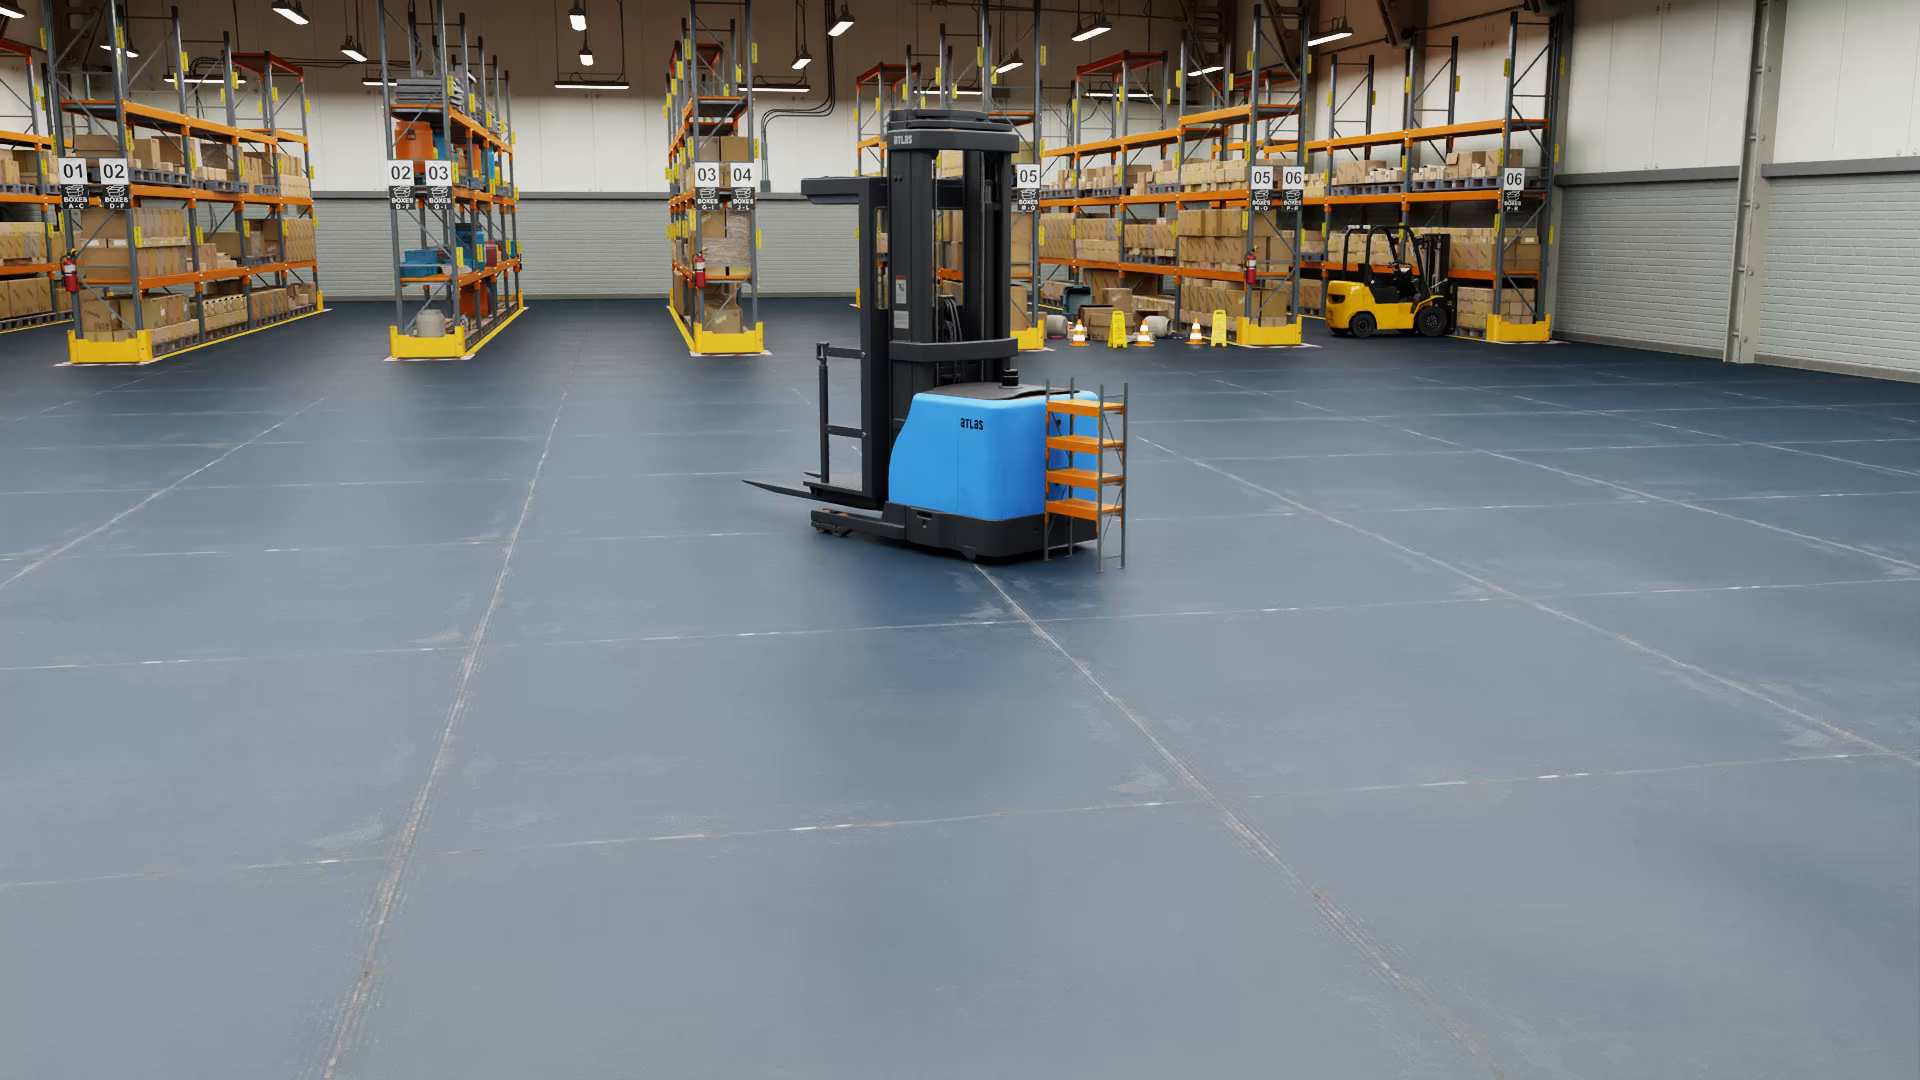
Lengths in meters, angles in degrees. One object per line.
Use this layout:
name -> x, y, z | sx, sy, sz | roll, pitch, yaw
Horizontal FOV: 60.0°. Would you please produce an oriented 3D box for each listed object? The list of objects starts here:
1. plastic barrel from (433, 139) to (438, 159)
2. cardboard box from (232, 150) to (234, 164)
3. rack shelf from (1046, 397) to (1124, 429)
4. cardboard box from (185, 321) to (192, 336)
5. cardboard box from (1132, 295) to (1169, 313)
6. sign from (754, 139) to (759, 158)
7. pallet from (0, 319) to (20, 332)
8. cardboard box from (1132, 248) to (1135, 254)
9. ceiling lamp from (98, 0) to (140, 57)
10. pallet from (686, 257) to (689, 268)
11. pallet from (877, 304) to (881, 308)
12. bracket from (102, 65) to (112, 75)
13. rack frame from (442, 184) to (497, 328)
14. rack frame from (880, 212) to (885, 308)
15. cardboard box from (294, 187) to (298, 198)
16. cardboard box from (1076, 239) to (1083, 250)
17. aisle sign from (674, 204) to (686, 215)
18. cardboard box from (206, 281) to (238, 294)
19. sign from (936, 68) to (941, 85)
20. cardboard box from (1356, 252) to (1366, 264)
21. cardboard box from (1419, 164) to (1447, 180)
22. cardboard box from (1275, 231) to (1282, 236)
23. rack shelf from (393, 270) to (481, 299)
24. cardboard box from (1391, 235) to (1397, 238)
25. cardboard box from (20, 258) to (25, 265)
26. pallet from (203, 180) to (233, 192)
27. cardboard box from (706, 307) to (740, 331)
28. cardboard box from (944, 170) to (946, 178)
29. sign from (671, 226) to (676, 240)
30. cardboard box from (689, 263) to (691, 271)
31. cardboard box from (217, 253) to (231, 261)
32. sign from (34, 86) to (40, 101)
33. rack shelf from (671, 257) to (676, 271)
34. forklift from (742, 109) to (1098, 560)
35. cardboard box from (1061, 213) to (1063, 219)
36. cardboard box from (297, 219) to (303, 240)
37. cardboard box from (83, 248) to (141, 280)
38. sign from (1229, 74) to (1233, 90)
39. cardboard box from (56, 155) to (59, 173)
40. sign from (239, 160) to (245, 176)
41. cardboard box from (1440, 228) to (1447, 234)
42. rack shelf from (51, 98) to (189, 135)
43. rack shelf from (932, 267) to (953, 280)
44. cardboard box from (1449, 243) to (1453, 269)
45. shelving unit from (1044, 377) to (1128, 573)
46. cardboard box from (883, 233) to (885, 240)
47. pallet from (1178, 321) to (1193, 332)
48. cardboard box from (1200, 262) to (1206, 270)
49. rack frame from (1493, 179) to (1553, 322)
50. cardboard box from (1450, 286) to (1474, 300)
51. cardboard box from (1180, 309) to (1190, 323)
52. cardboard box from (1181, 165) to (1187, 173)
plastic barrel -> -9.200, -6.524, 28.299 | 0.600, 0.588, 0.600 | 0, 11, 0
cardboard box -> -15.447, -8.022, 34.858 | 0.500, 0.500, 0.500 | -2, 11, -11
rack shelf -> 0.810, -0.816, 10.673 | 0.258, 0.148, 0.480 | -9, 14, -40
cardboard box -> -14.099, -3.787, 29.803 | 0.500, 0.250, 0.500 | -2, 11, -11
cardboard box -> 4.269, -5.366, 37.771 | 0.950, 0.372, 0.625 | -3, 11, -15
sign -> -3.464, -6.650, 28.250 | 0.100, 0.325, 0.005 | -2, 11, -11
pallet -> -20.207, -4.431, 34.413 | 1.003, 0.211, 1.213 | -2, 11, -11
cardboard box -> 4.080, -6.466, 37.195 | 0.380, 0.149, 0.250 | -3, 11, -15
ceiling lamp -> -17.991, -12.151, 35.858 | 0.800, 3.185, 2.000 | -2, 11, -11
pallet -> -5.127, -5.738, 34.336 | 1.003, 0.211, 1.213 | -2, 11, -11
pallet -> -1.610, -5.842, 41.824 | 1.003, 0.211, 1.213 | -2, 11, -11
bracket -> -23.251, -12.824, 45.378 | 0.235, 0.232, 0.430 | -2, 11, -11
rack frame -> -10.410, -6.014, 35.271 | 1.000, 3.000, 0.127 | -2, 11, -11
rack frame -> -1.445, -7.090, 40.922 | 1.000, 3.000, 0.127 | -2, 11, -11
cardboard box -> -16.189, -8.341, 39.878 | 0.500, 0.250, 0.500 | -2, 11, -11
cardboard box -> 3.200, -7.369, 41.455 | 0.500, 0.250, 0.500 | -2, 11, -13
aisle sign -> -7.416, -8.941, 43.695 | 0.394, 0.787, 0.004 | -2, 11, -11
cardboard box -> -15.697, -5.364, 35.361 | 0.500, 0.250, 0.500 | -2, 11, -9
sign -> -0.419, -9.045, 32.443 | 0.100, 0.325, 0.005 | -2, 11, -11
cardboard box -> 9.183, -6.290, 37.122 | 0.500, 0.250, 0.500 | -2, 11, -9
cardboard box -> 9.738, -7.526, 34.040 | 0.500, 0.311, 0.500 | -2, 11, -10
cardboard box -> 8.235, -7.533, 41.861 | 0.700, 0.500, 0.500 | -2, 11, -10
rack shelf -> -9.243, -4.560, 29.557 | 1.077, 0.370, 4.000 | -2, 11, -11
cardboard box -> 9.463, -6.471, 35.671 | 0.380, 0.149, 0.250 | -2, 11, -12
cardboard box -> -20.358, -5.987, 35.750 | 0.380, 0.149, 0.250 | -2, 11, -13
pallet -> -14.829, -6.889, 32.352 | 1.003, 0.211, 1.213 | -2, 11, -8
cardboard box -> -4.251, -3.929, 29.878 | 0.500, 0.500, 0.500 | 1, 11, 4
cardboard box -> -0.099, -7.101, 32.243 | 0.380, 0.149, 0.250 | -2, 11, -11
sign -> -6.874, -7.371, 39.876 | 0.100, 0.325, 0.005 | -2, 11, -11
cardboard box -> -4.991, -5.240, 31.879 | 0.380, 0.149, 0.250 | -2, 11, -11
cardboard box -> -15.242, -5.722, 33.978 | 0.500, 0.311, 0.500 | -1, 11, -7
sign -> -20.376, -9.854, 36.692 | 0.100, 0.325, 0.005 | -2, 11, -11
rack shelf -> -6.719, -6.941, 42.067 | 1.077, 0.370, 4.000 | -2, 11, -11
forklift -> -0.426, -1.525, 11.870 | 1.130, 2.935, 3.031 | -10, 15, -42
cardboard box -> 2.832, -8.429, 43.282 | 0.380, 0.149, 0.250 | -2, 11, -12
cardboard box -> -16.165, -7.489, 40.078 | 0.500, 0.500, 0.500 | -2, 11, -9
cardboard box -> -13.792, -4.503, 27.063 | 0.700, 0.500, 0.500 | -2, 11, -11
sign -> 5.483, -9.282, 33.687 | 0.100, 0.325, 0.005 | -2, 11, -11
cardboard box -> -20.876, -8.646, 38.082 | 0.500, 0.500, 0.500 | -2, 11, -12
sign -> -14.724, -7.620, 34.091 | 0.100, 0.325, 0.005 | -2, 11, -11
cardboard box -> 9.914, -6.213, 33.521 | 0.380, 0.149, 0.250 | -2, 11, -11
rack shelf -> -14.103, -7.131, 28.091 | 1.077, 0.370, 4.000 | -2, 11, -11
rack shelf -> -0.278, -5.636, 35.208 | 1.077, 0.370, 4.000 | -2, 11, -11
cardboard box -> 9.940, -5.680, 33.247 | 0.500, 0.500, 0.500 | -2, 11, -11
shelving unit -> 0.810, -0.430, 10.746 | 0.258, 1.200, 0.503 | -9, 14, -40
cardboard box -> -1.615, -7.185, 39.381 | 0.380, 0.149, 0.250 | -2, 11, -11
pallet -> 5.112, -4.329, 33.877 | 1.003, 0.211, 1.213 | -2, 11, -11
cardboard box -> 4.933, -5.393, 32.681 | 0.380, 0.149, 0.250 | -2, 11, -11
rack frame -> 10.593, -5.268, 31.354 | 1.000, 3.000, 0.127 | -2, 11, -11
cardboard box -> 9.985, -4.874, 32.838 | 0.500, 0.250, 0.500 | -2, 11, -10
cardboard box -> 4.797, -4.558, 33.854 | 0.500, 0.250, 0.500 | -3, 11, -14
cardboard box -> 4.688, -7.493, 33.559 | 0.380, 0.149, 0.250 | -2, 11, -12
